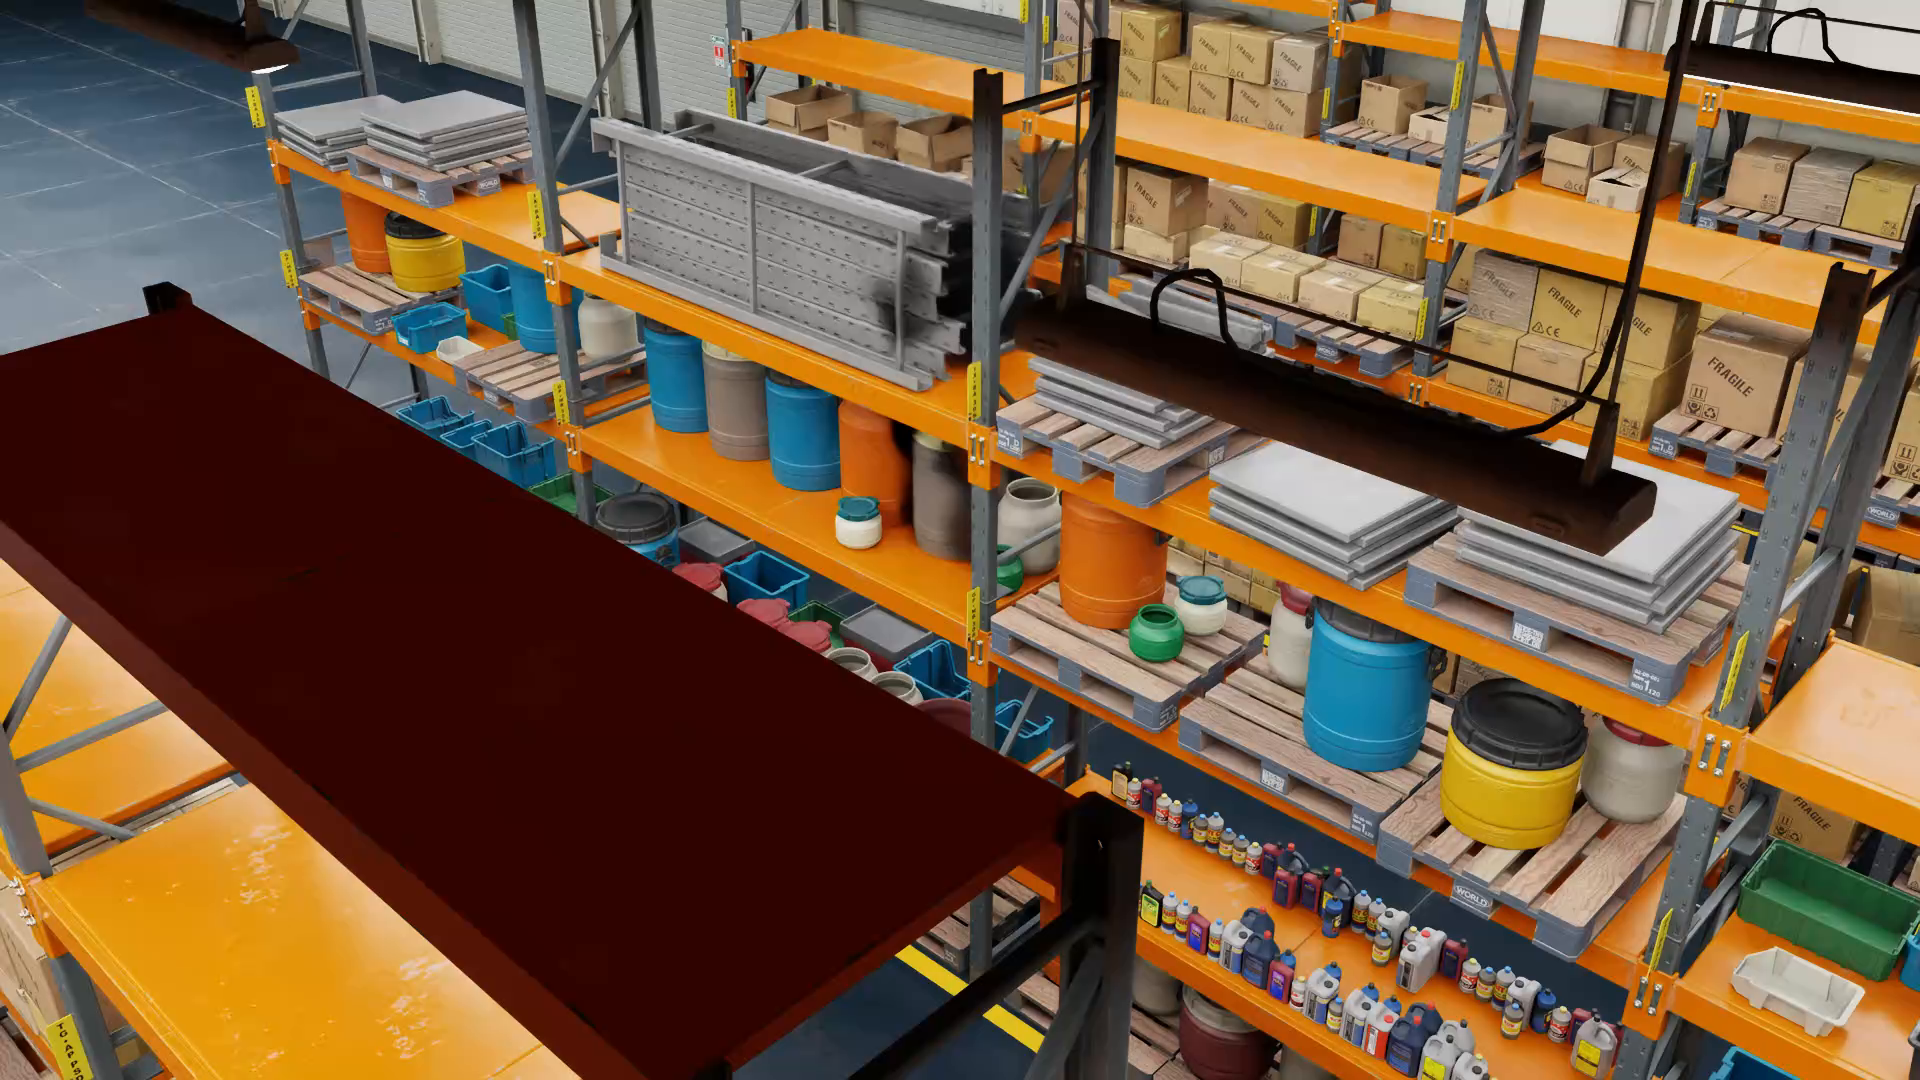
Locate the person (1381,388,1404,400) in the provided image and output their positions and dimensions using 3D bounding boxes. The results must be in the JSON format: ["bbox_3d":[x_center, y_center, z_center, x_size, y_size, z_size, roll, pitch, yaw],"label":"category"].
[{"bbox_3d":[4.039,-0.675,15.713,0.779,1.779,0.637,25,38,37],"label":"person"}]
